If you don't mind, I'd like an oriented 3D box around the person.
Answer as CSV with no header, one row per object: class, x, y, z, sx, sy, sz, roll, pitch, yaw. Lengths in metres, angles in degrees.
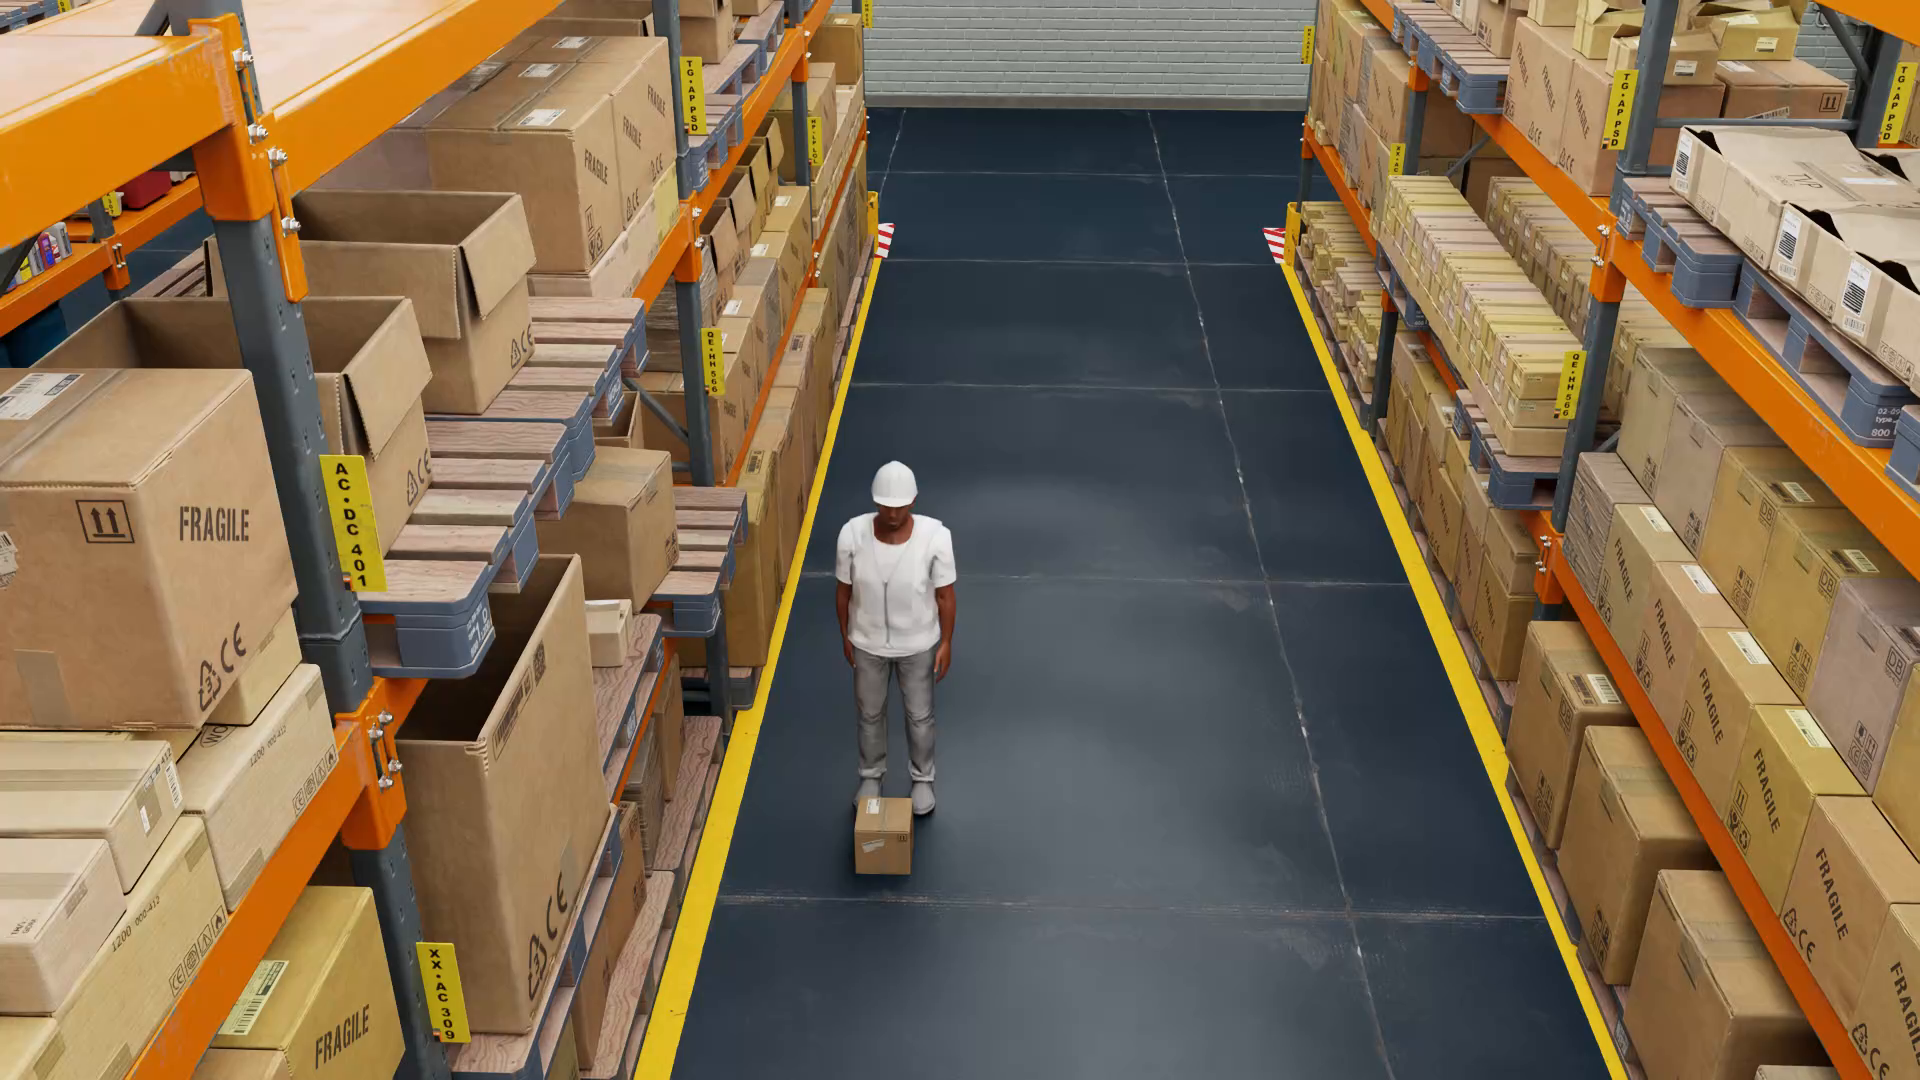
person,-0.300,0.464,7.715,0.563,1.766,0.369,3,28,6
